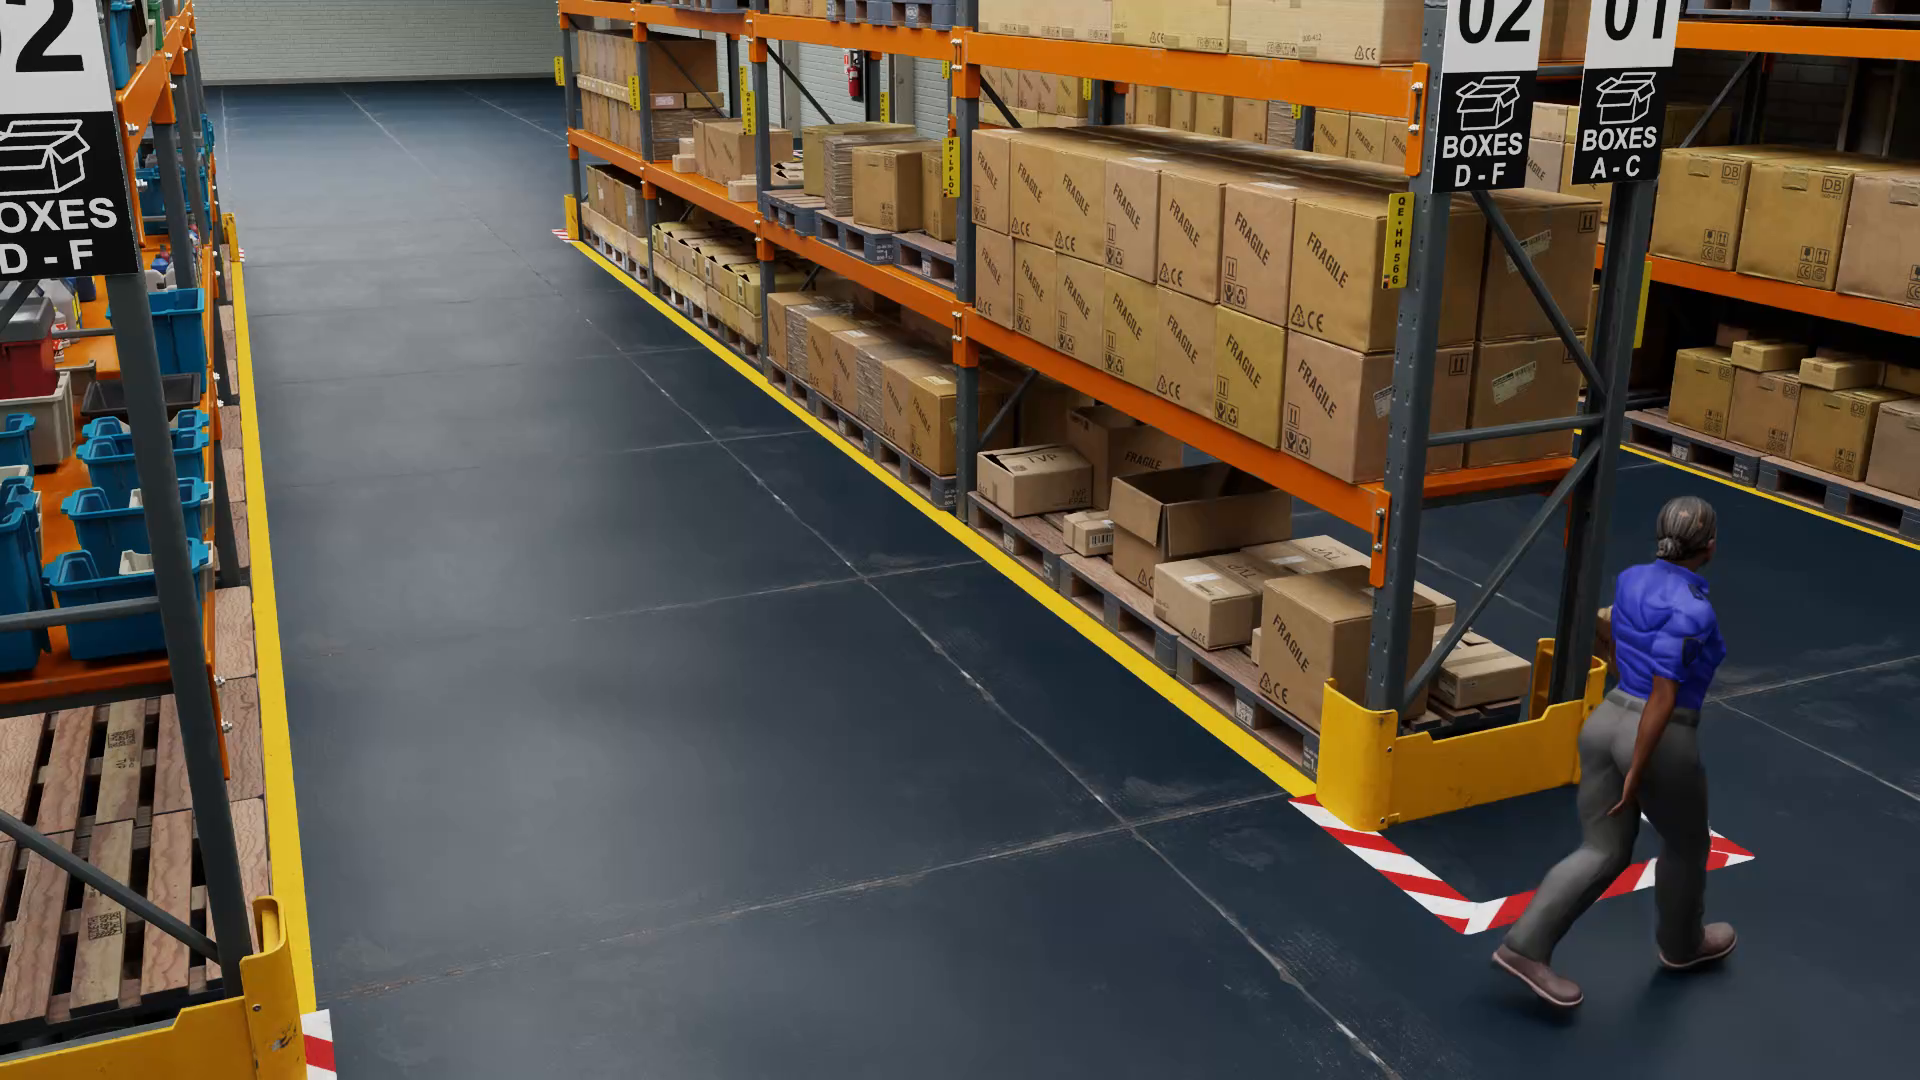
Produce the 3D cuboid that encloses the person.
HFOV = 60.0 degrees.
[{"bbox_3d":[2.130,0.641,5.232,0.920,1.598,0.490,-5,20,-15],"label":"person"}]
